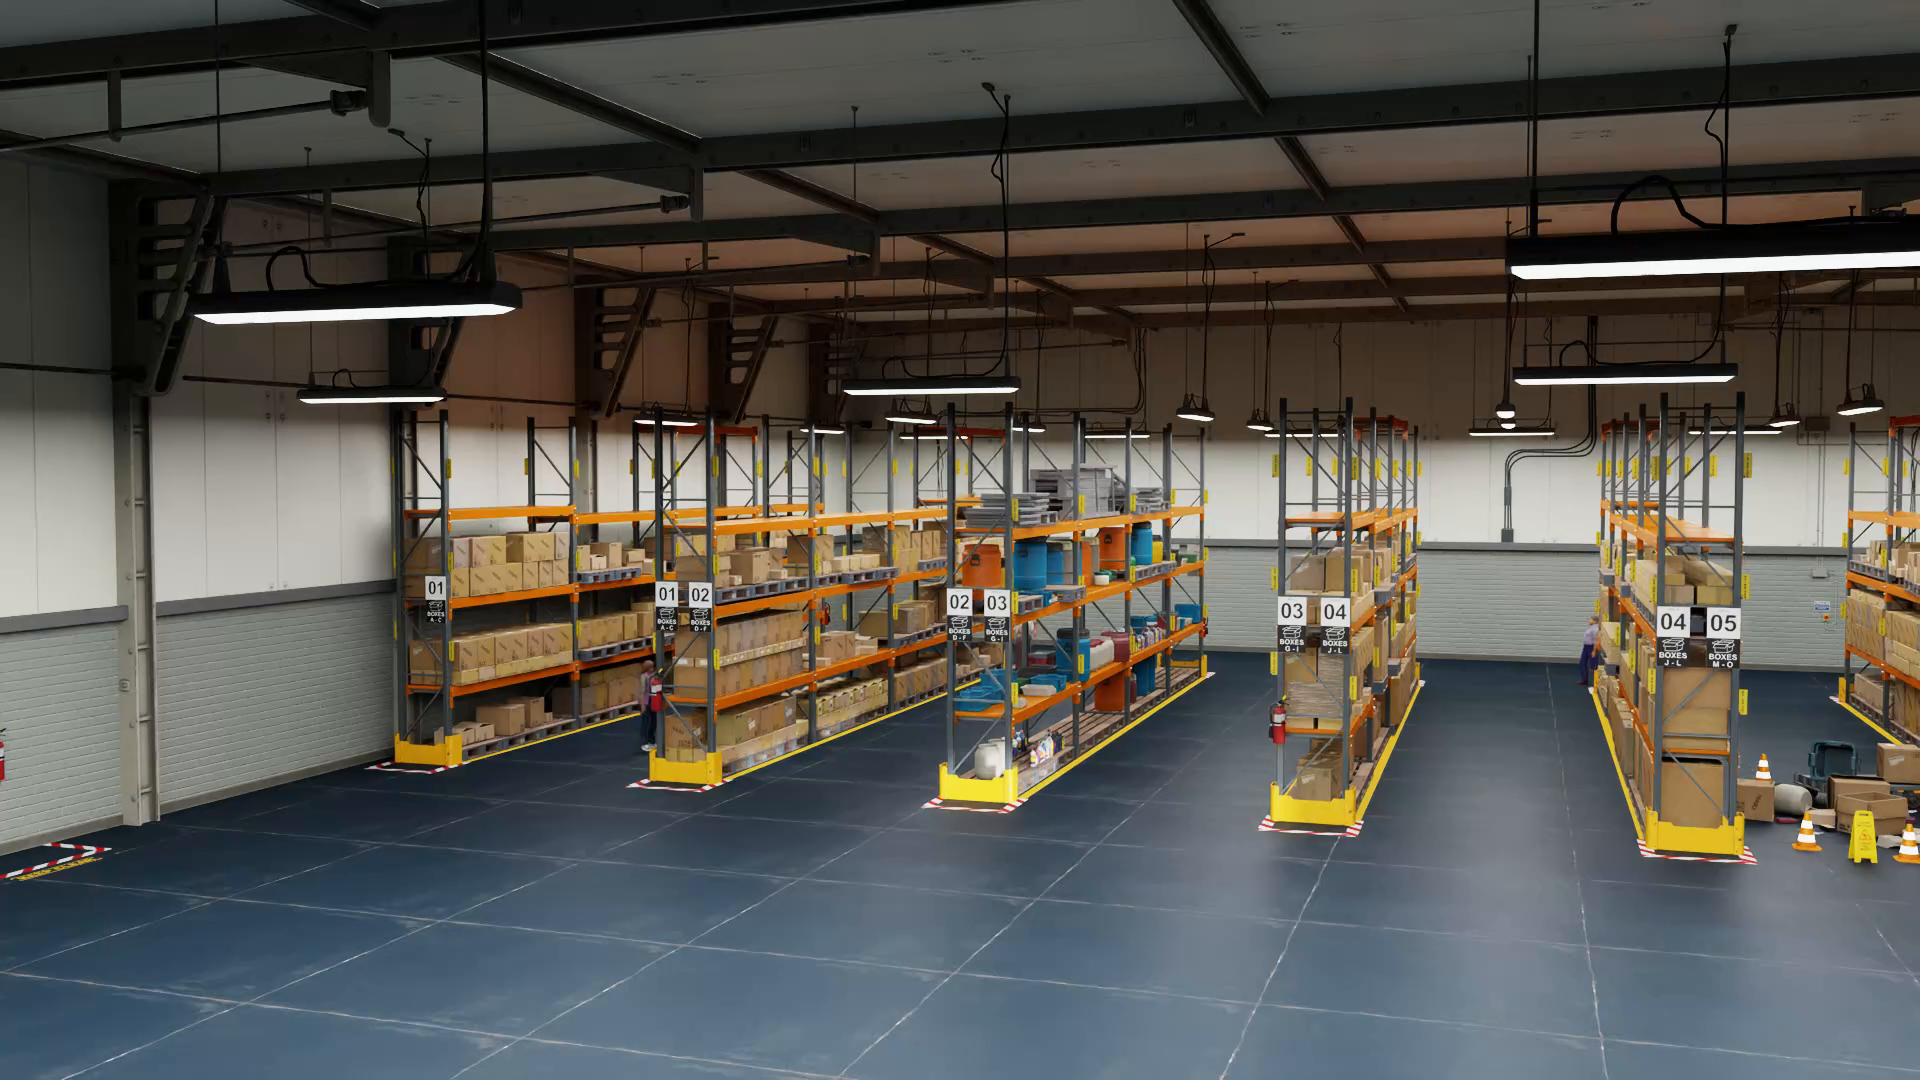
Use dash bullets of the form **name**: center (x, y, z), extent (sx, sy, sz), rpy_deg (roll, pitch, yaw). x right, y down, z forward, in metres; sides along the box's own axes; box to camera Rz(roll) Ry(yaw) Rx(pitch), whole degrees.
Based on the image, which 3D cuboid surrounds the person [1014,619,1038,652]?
- **person**: center (1.683, 2.315, 42.591), extent (0.625, 1.790, 0.477), rpy_deg (0, 2, -10)

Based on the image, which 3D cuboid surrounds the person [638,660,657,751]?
- **person**: center (-5.561, 2.965, 29.620), extent (0.326, 1.661, 0.482), rpy_deg (1, 3, 19)

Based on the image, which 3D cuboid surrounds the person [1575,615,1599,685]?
- **person**: center (14.600, 2.537, 38.288), extent (0.774, 1.606, 0.488), rpy_deg (0, 2, -10)

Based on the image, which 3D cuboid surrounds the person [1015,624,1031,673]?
- **person**: center (1.348, 2.613, 34.694), extent (0.505, 1.797, 0.653), rpy_deg (1, 3, 15)
